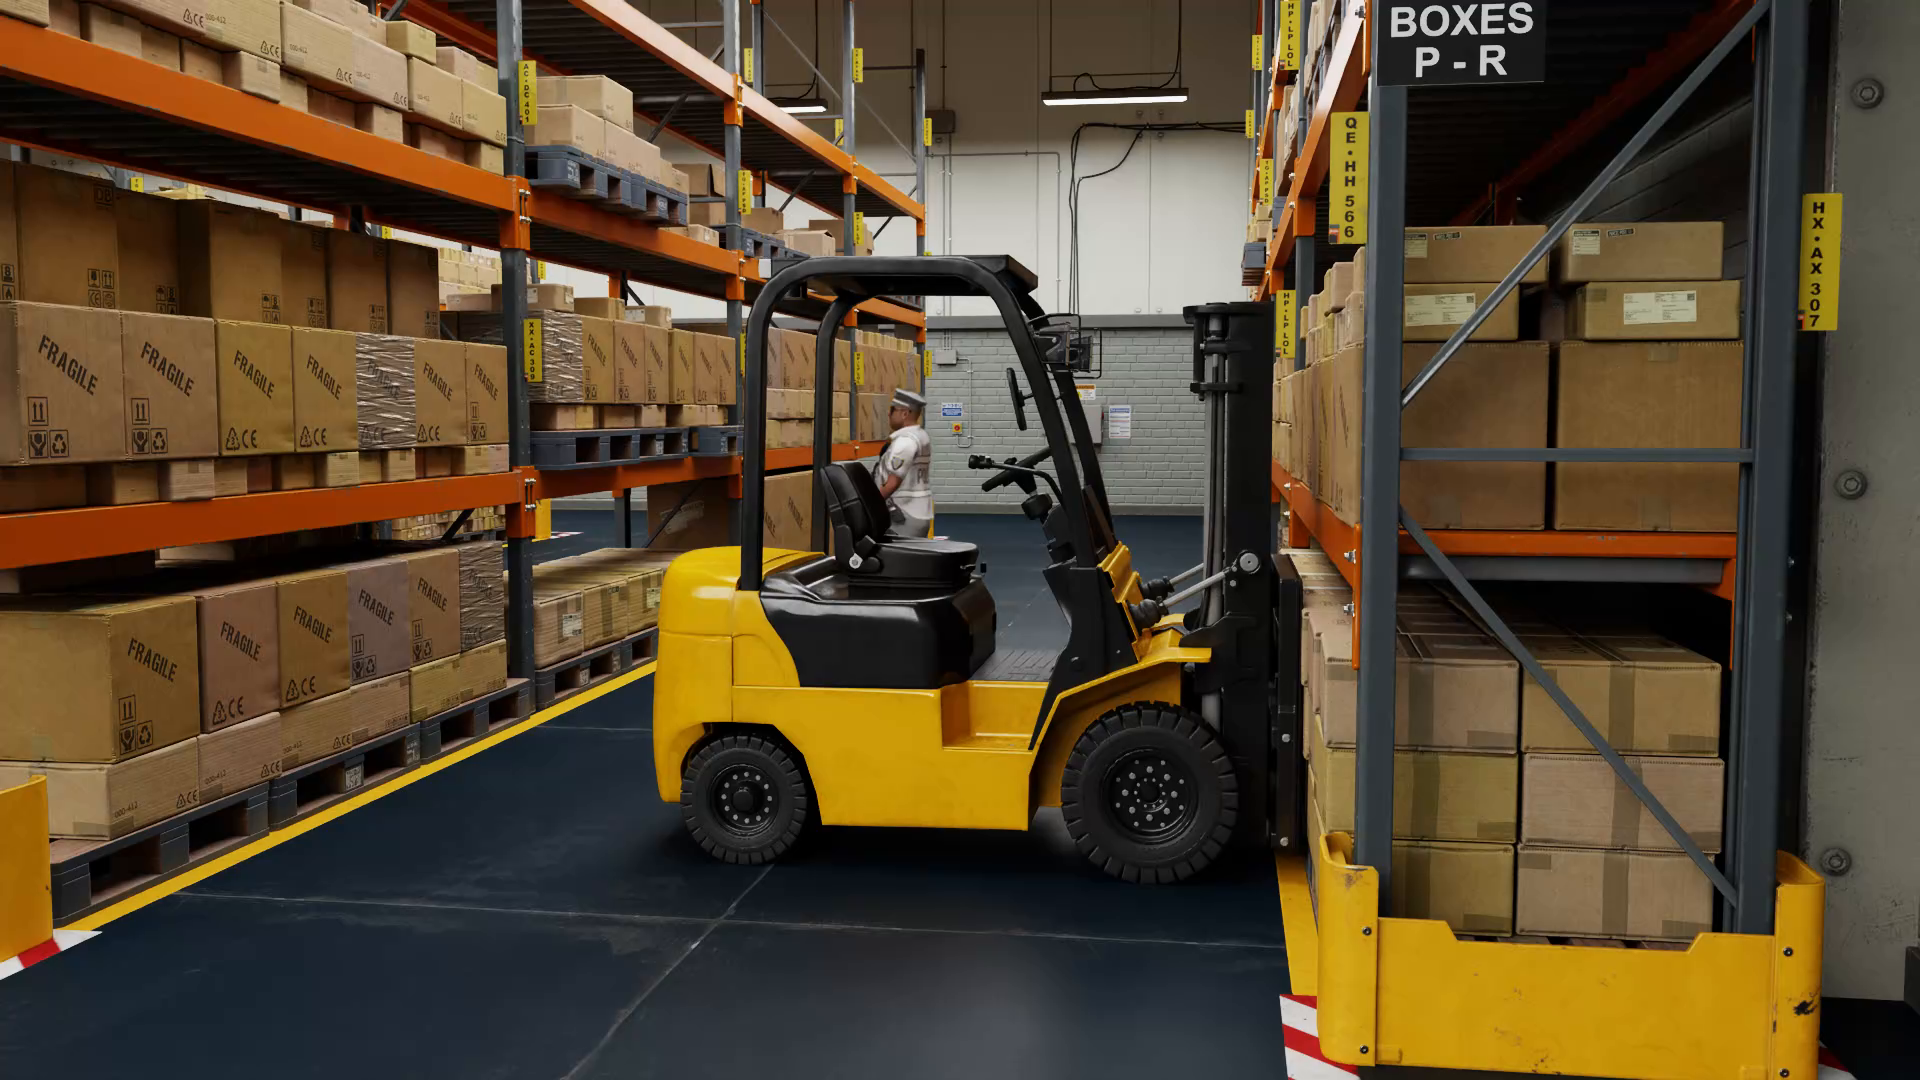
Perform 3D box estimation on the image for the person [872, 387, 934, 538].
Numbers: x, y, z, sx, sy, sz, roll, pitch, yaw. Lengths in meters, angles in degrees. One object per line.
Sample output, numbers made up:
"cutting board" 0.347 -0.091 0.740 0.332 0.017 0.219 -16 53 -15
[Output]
"person" -0.461 -0.135 11.156 0.557 1.774 0.514 1 4 8
